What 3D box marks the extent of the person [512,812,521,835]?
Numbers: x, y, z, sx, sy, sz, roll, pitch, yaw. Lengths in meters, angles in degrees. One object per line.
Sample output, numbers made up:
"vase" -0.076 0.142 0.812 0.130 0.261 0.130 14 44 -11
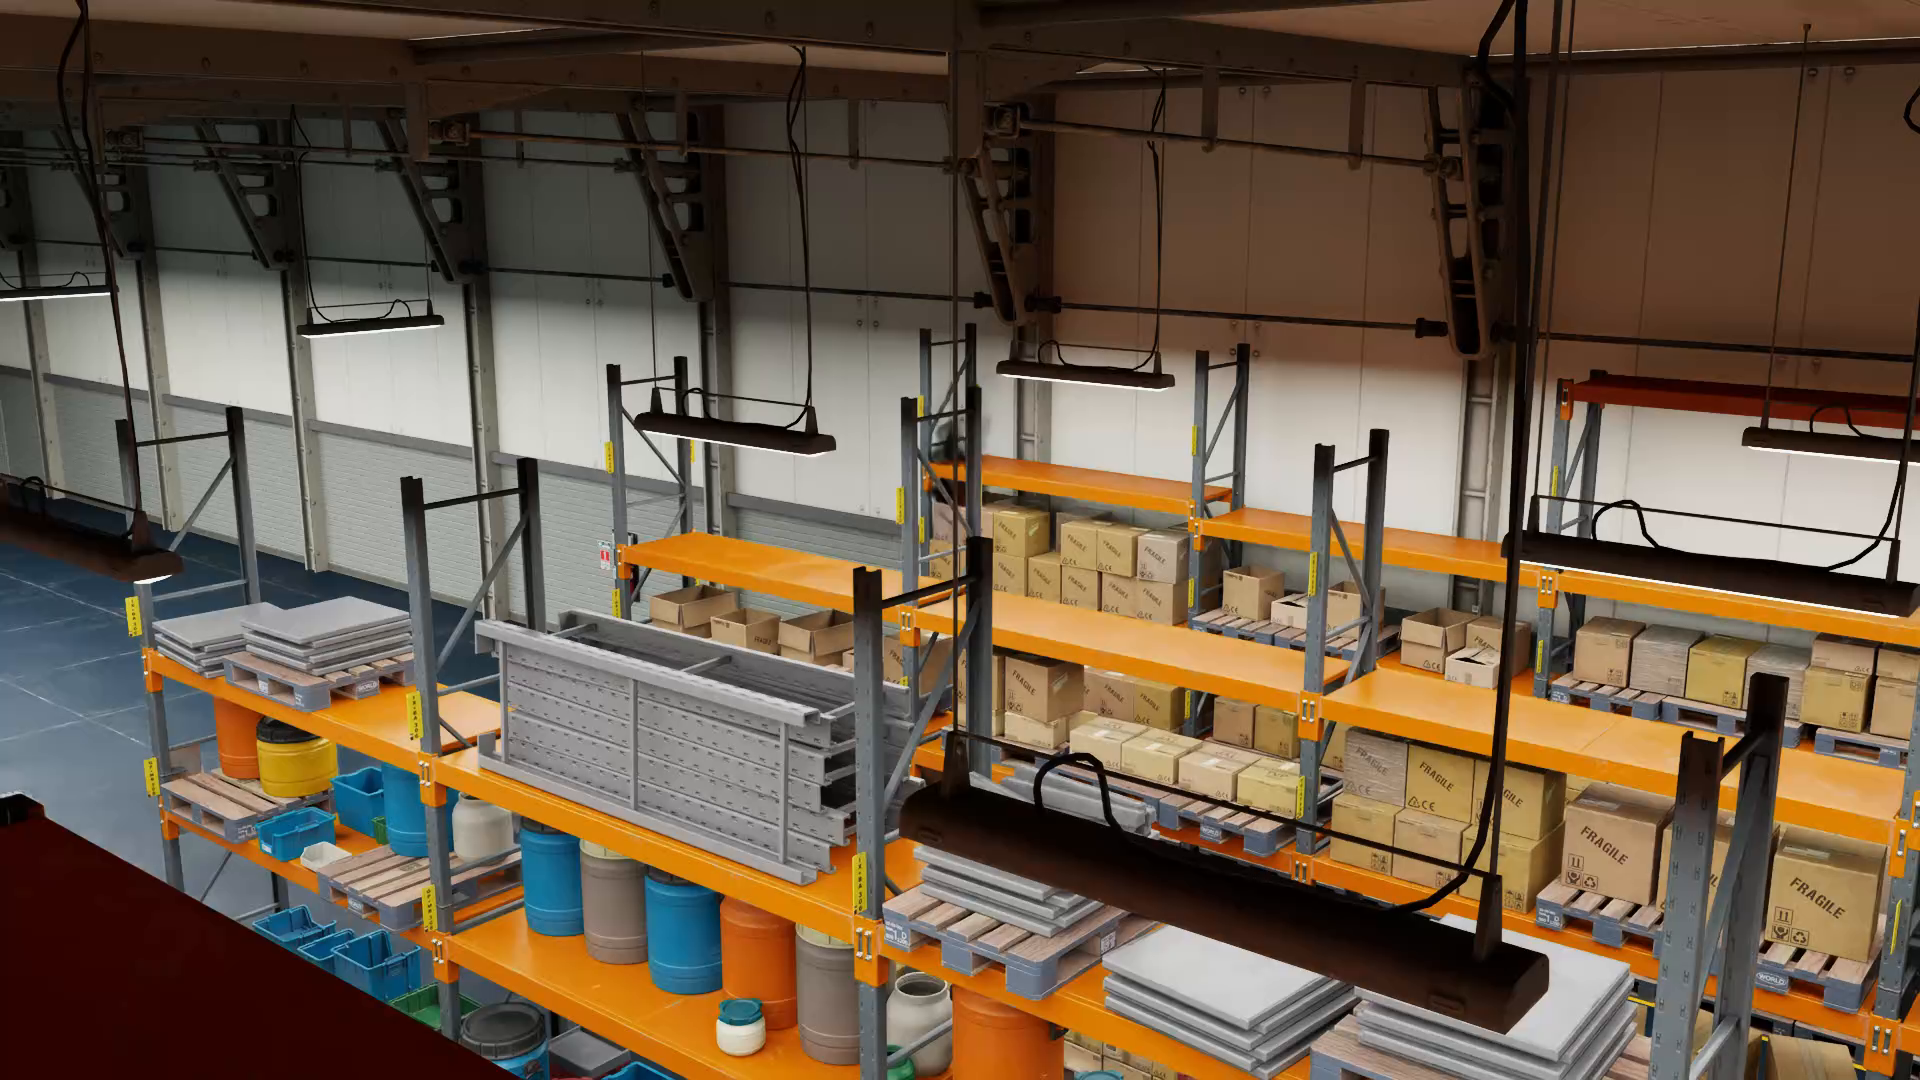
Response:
"person" -5.120 2.965 19.161 0.784 1.831 0.653 -6 14 -24
